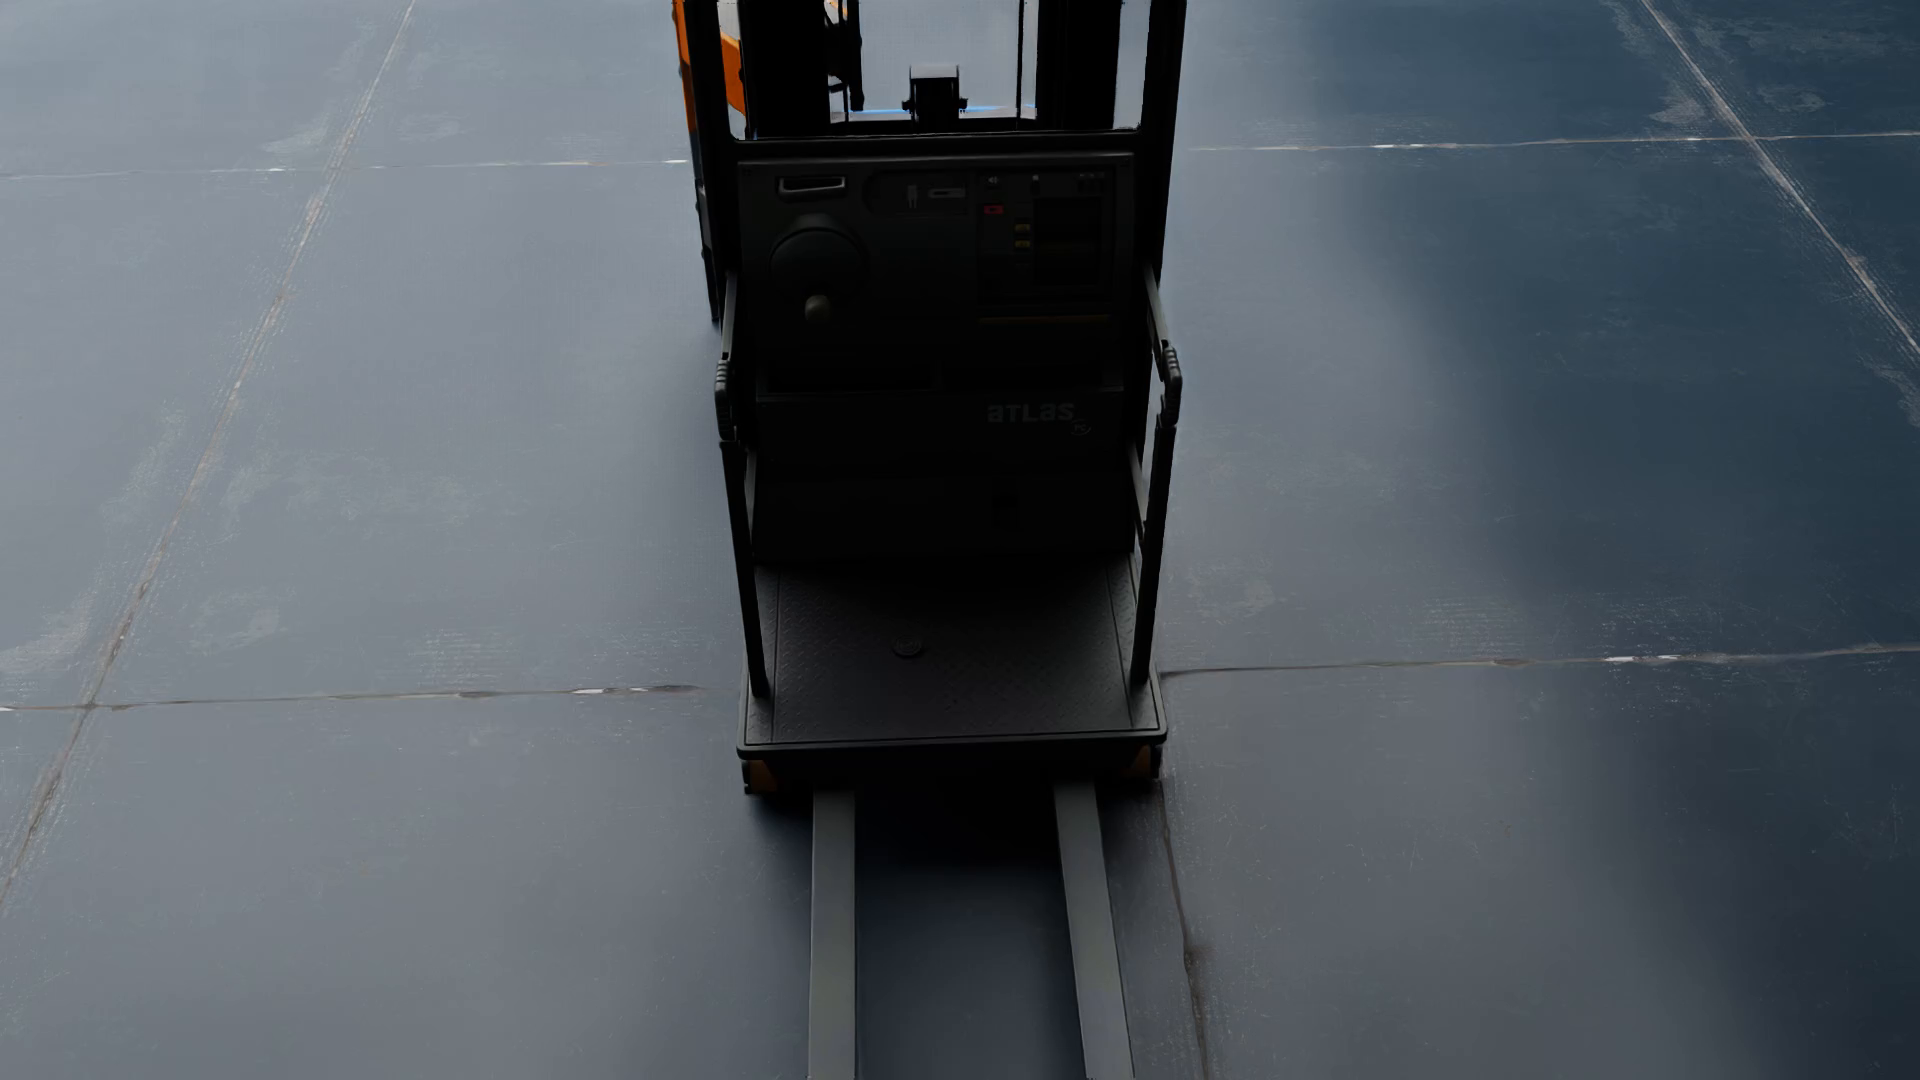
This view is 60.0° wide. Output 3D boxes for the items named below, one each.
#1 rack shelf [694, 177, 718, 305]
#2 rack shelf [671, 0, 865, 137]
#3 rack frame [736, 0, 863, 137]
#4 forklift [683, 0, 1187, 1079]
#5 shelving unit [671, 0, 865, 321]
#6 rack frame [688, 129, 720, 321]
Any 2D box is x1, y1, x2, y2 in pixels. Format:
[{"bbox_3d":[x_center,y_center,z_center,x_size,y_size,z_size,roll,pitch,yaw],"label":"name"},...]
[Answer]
[{"bbox_3d":[-0.615,-0.994,5.835,0.431,0.518,0.480,-23,47,-23],"label":"rack shelf"},{"bbox_3d":[-0.615,-1.510,5.363,0.431,0.518,0.480,-23,47,-23],"label":"rack shelf"},{"bbox_3d":[-0.484,-1.382,5.202,0.400,2.100,0.015,-23,47,-23],"label":"rack frame"},{"bbox_3d":[-0.039,-0.629,3.767,1.130,2.935,3.031,-2,43,-2],"label":"forklift"},{"bbox_3d":[-0.615,-1.521,5.354,0.431,2.100,0.503,-23,47,-23],"label":"shelving unit"},{"bbox_3d":[-0.746,-1.659,5.506,0.400,2.100,0.015,-23,47,-23],"label":"rack frame"}]
